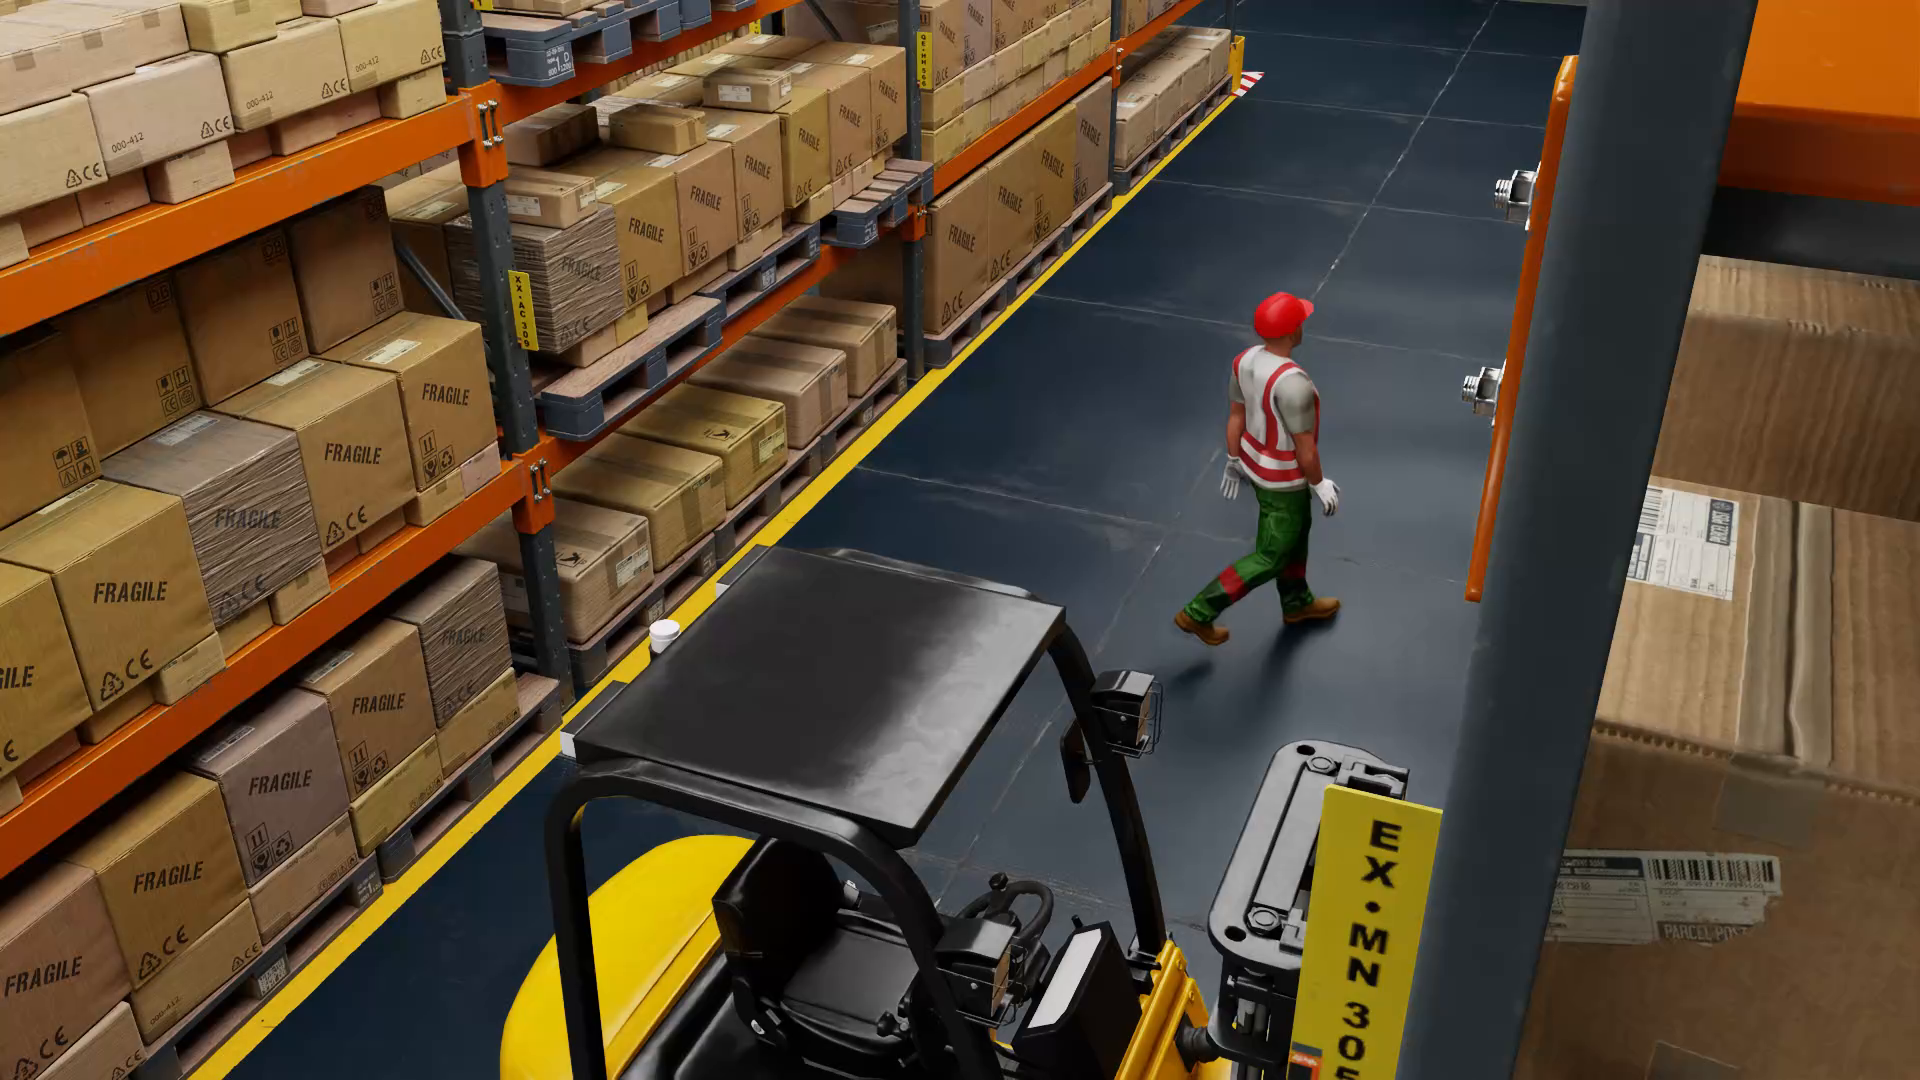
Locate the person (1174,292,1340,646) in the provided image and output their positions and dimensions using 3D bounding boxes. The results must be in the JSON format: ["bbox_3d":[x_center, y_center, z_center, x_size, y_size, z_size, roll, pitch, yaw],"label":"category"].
[{"bbox_3d":[1.443,-0.304,7.645,0.952,1.760,0.524,-8,30,-13],"label":"person"}]
